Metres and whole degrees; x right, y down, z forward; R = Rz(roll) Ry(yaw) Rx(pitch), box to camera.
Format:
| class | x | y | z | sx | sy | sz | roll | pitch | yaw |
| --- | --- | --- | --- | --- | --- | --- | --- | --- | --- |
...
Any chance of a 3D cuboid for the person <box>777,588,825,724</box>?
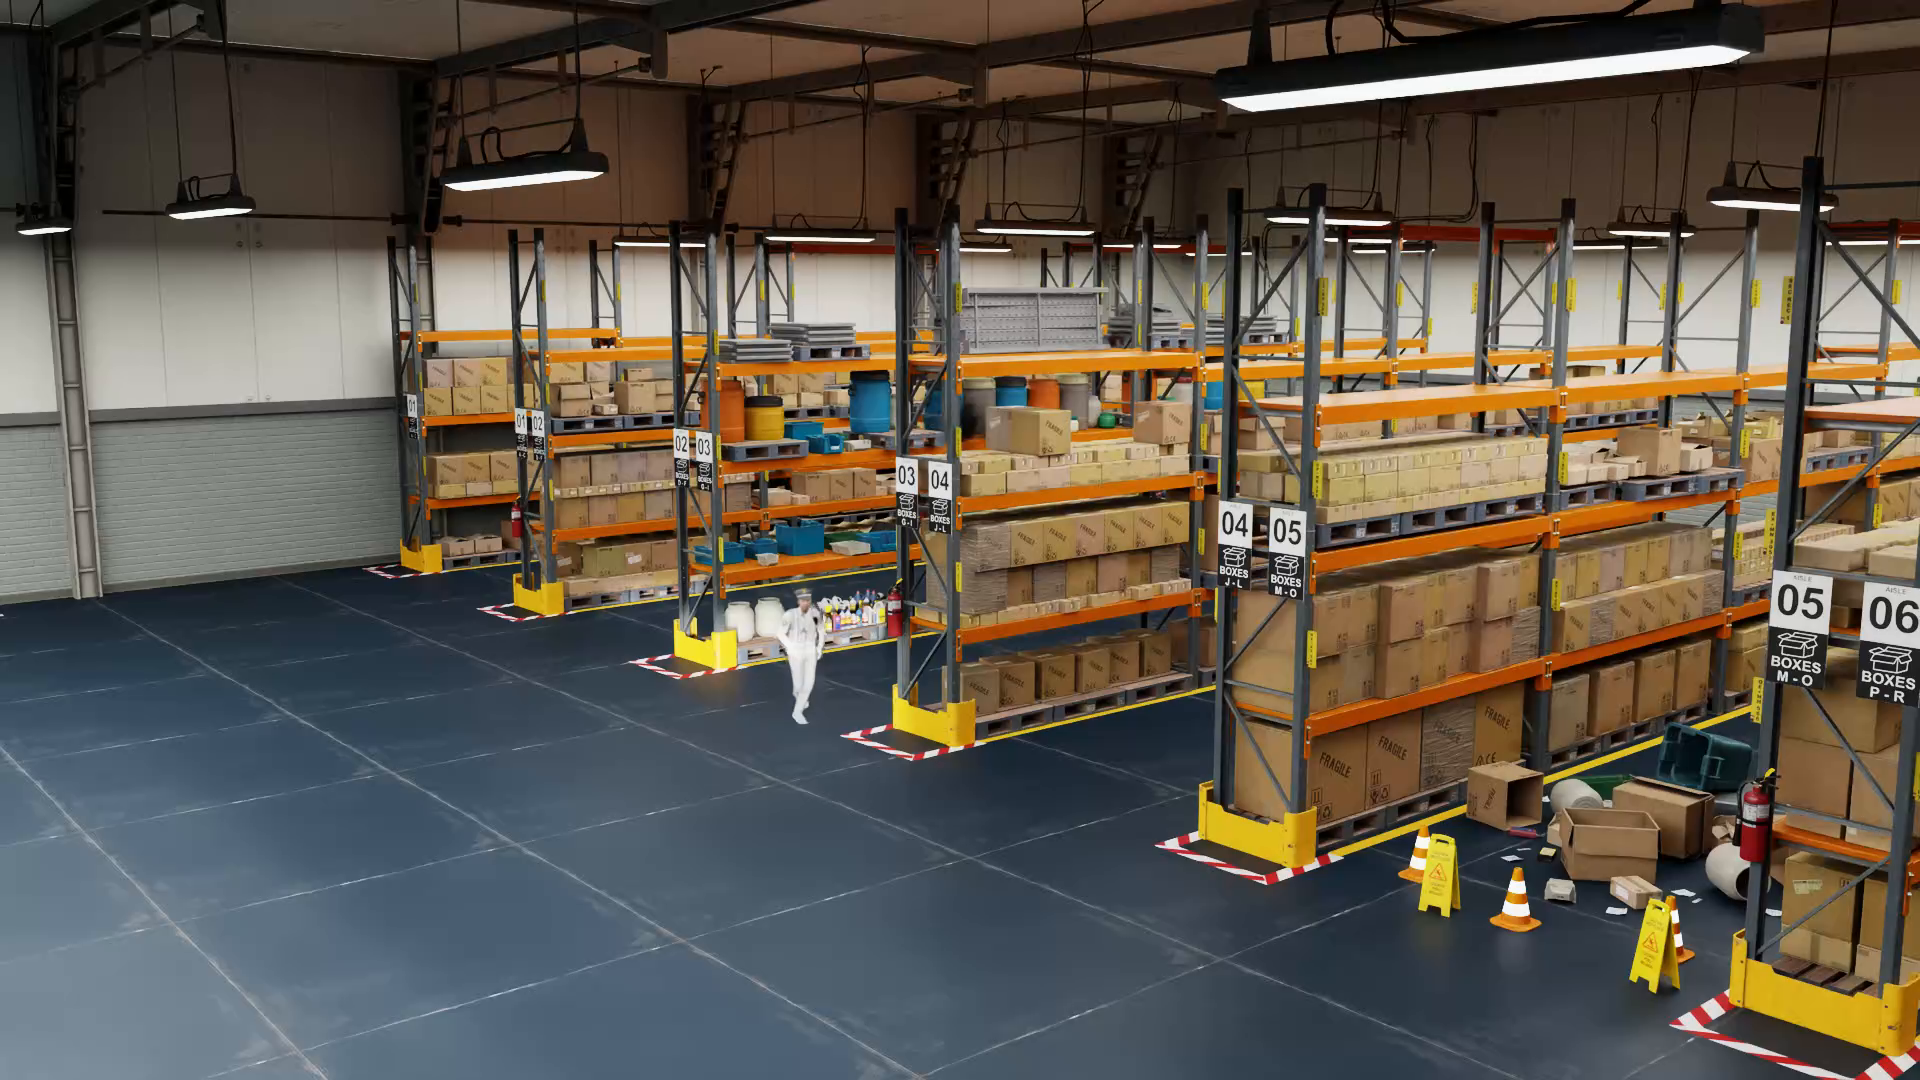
| class | x | y | z | sx | sy | sz | roll | pitch | yaw |
| --- | --- | --- | --- | --- | --- | --- | --- | --- | --- |
| person | -1.904 | 1.343 | 19.816 | 0.604 | 1.636 | 0.609 | -3 | 9 | -18 |
